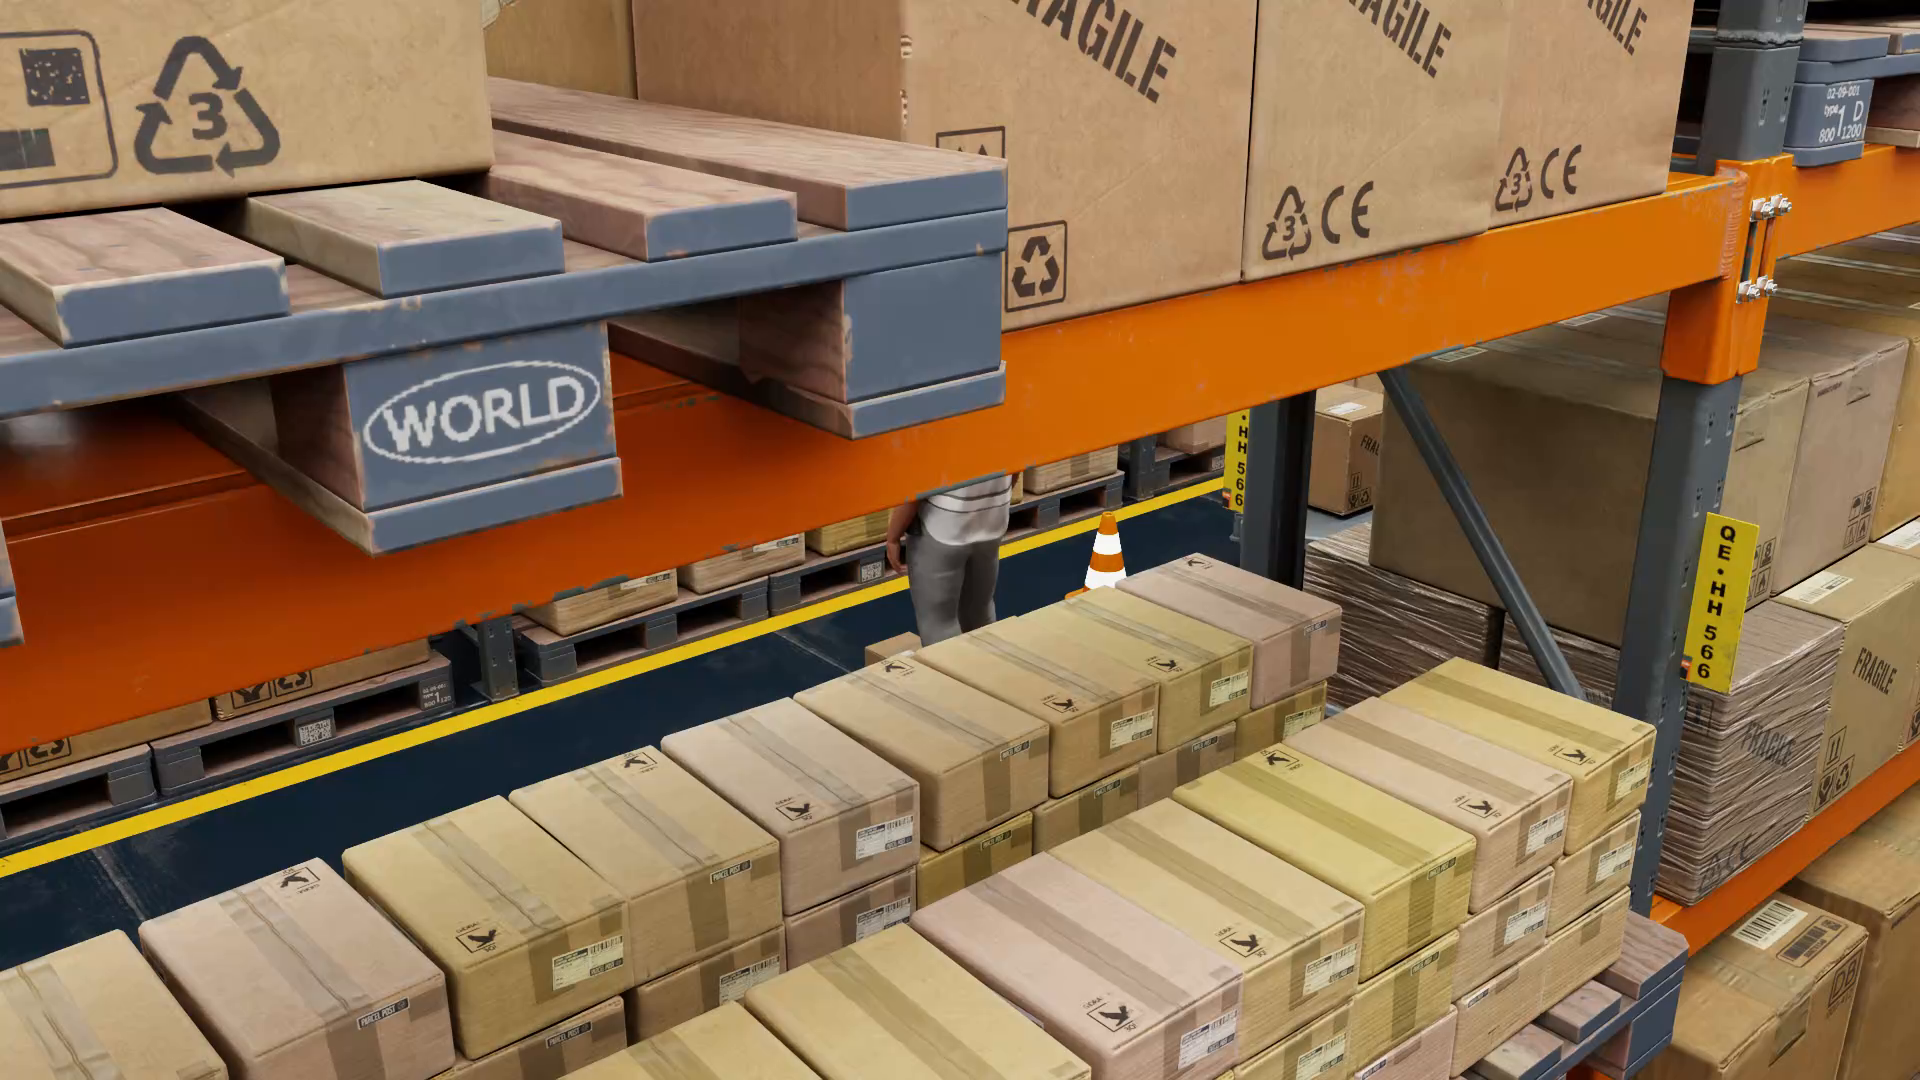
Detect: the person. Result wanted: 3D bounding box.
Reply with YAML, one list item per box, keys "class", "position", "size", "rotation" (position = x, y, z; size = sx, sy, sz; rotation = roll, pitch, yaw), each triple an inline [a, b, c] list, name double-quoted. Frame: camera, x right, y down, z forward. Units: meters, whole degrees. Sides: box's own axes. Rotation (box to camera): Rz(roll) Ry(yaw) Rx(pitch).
- class: "person"
  position: [-0.071, -0.094, 6.748]
  size: [0.640, 1.780, 0.574]
  rotation: [-17, 27, -37]
